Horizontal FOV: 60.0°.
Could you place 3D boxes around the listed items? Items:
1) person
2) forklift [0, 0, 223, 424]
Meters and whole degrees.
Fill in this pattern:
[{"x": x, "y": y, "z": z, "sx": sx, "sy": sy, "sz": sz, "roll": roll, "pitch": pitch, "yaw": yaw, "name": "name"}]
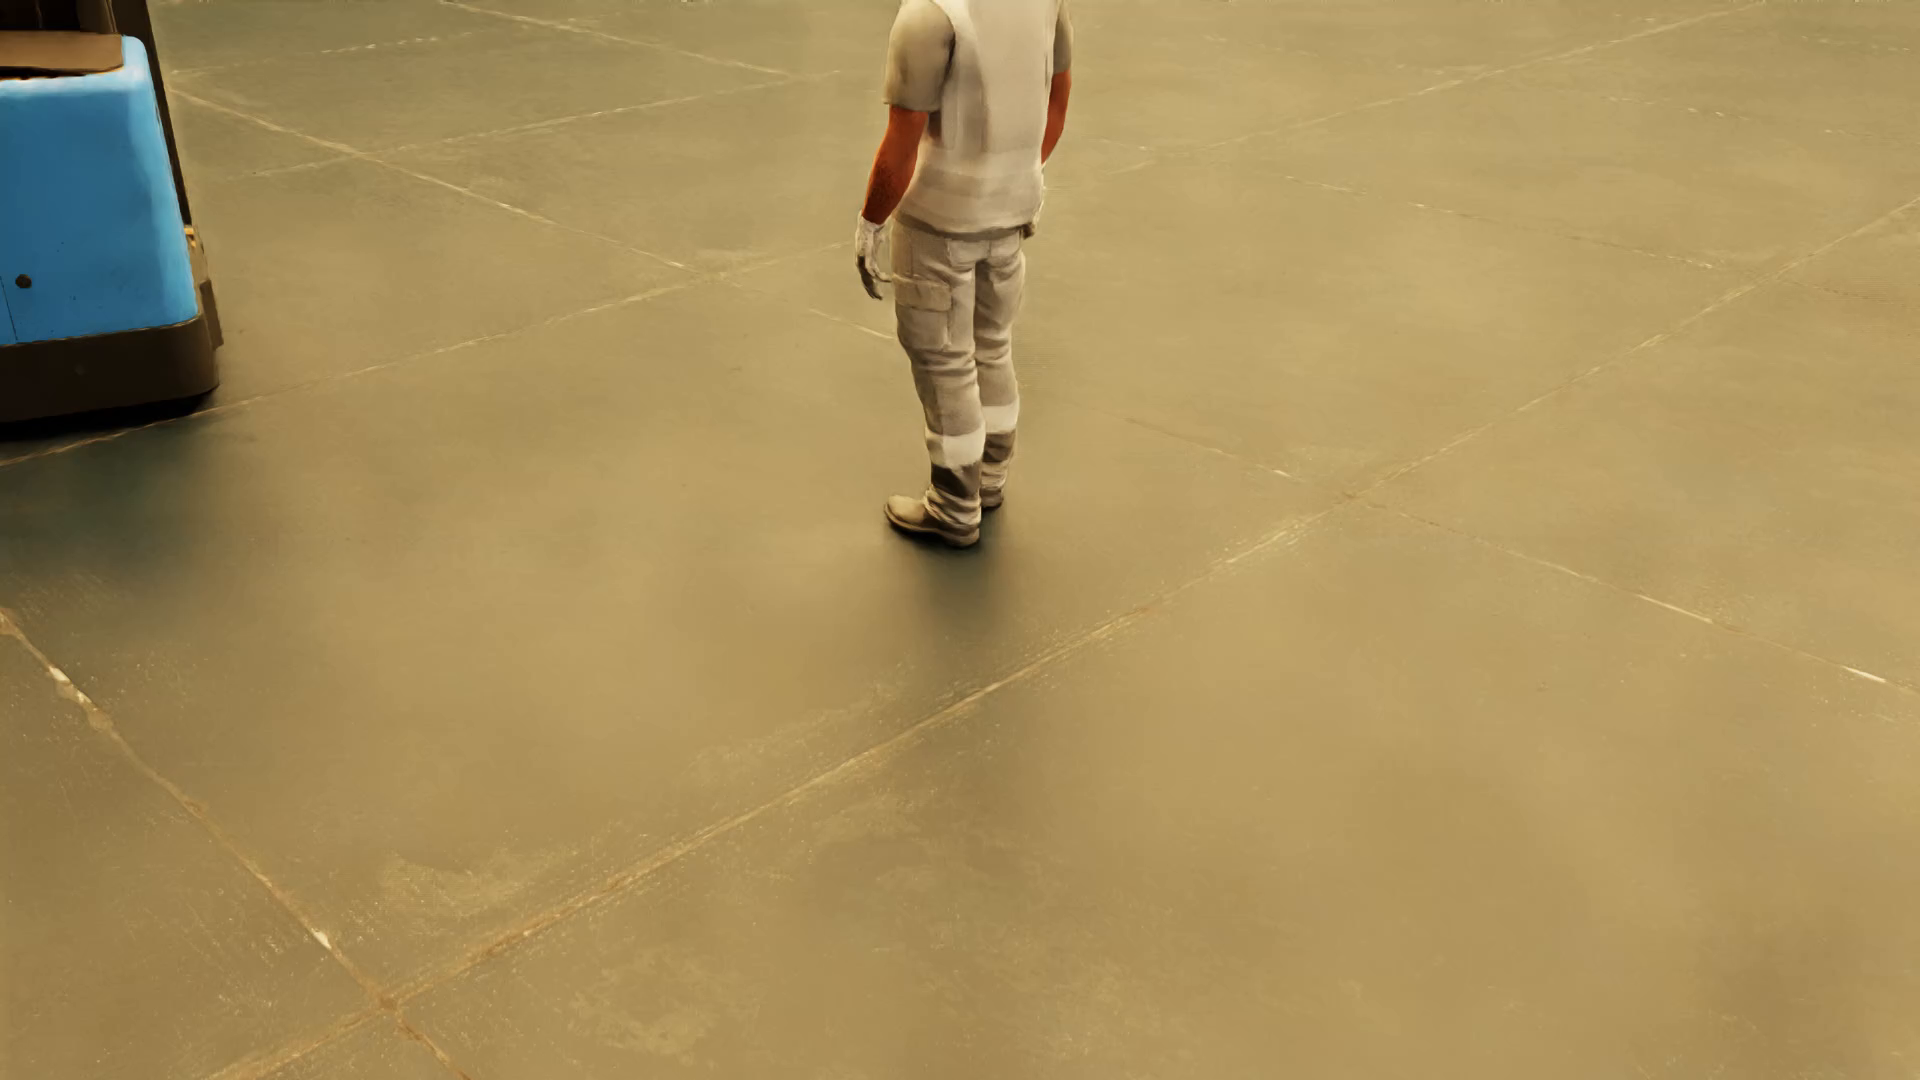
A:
[{"x": -0.049, "y": -0.838, "z": 4.204, "sx": 0.637, "sy": 1.787, "sz": 0.563, "roll": -24, "pitch": 35, "yaw": -39, "name": "person"}, {"x": -3.493, "y": -2.231, "z": 5.763, "sx": 1.130, "sy": 2.935, "sz": 3.031, "roll": -12, "pitch": 28, "yaw": -22, "name": "forklift"}]
